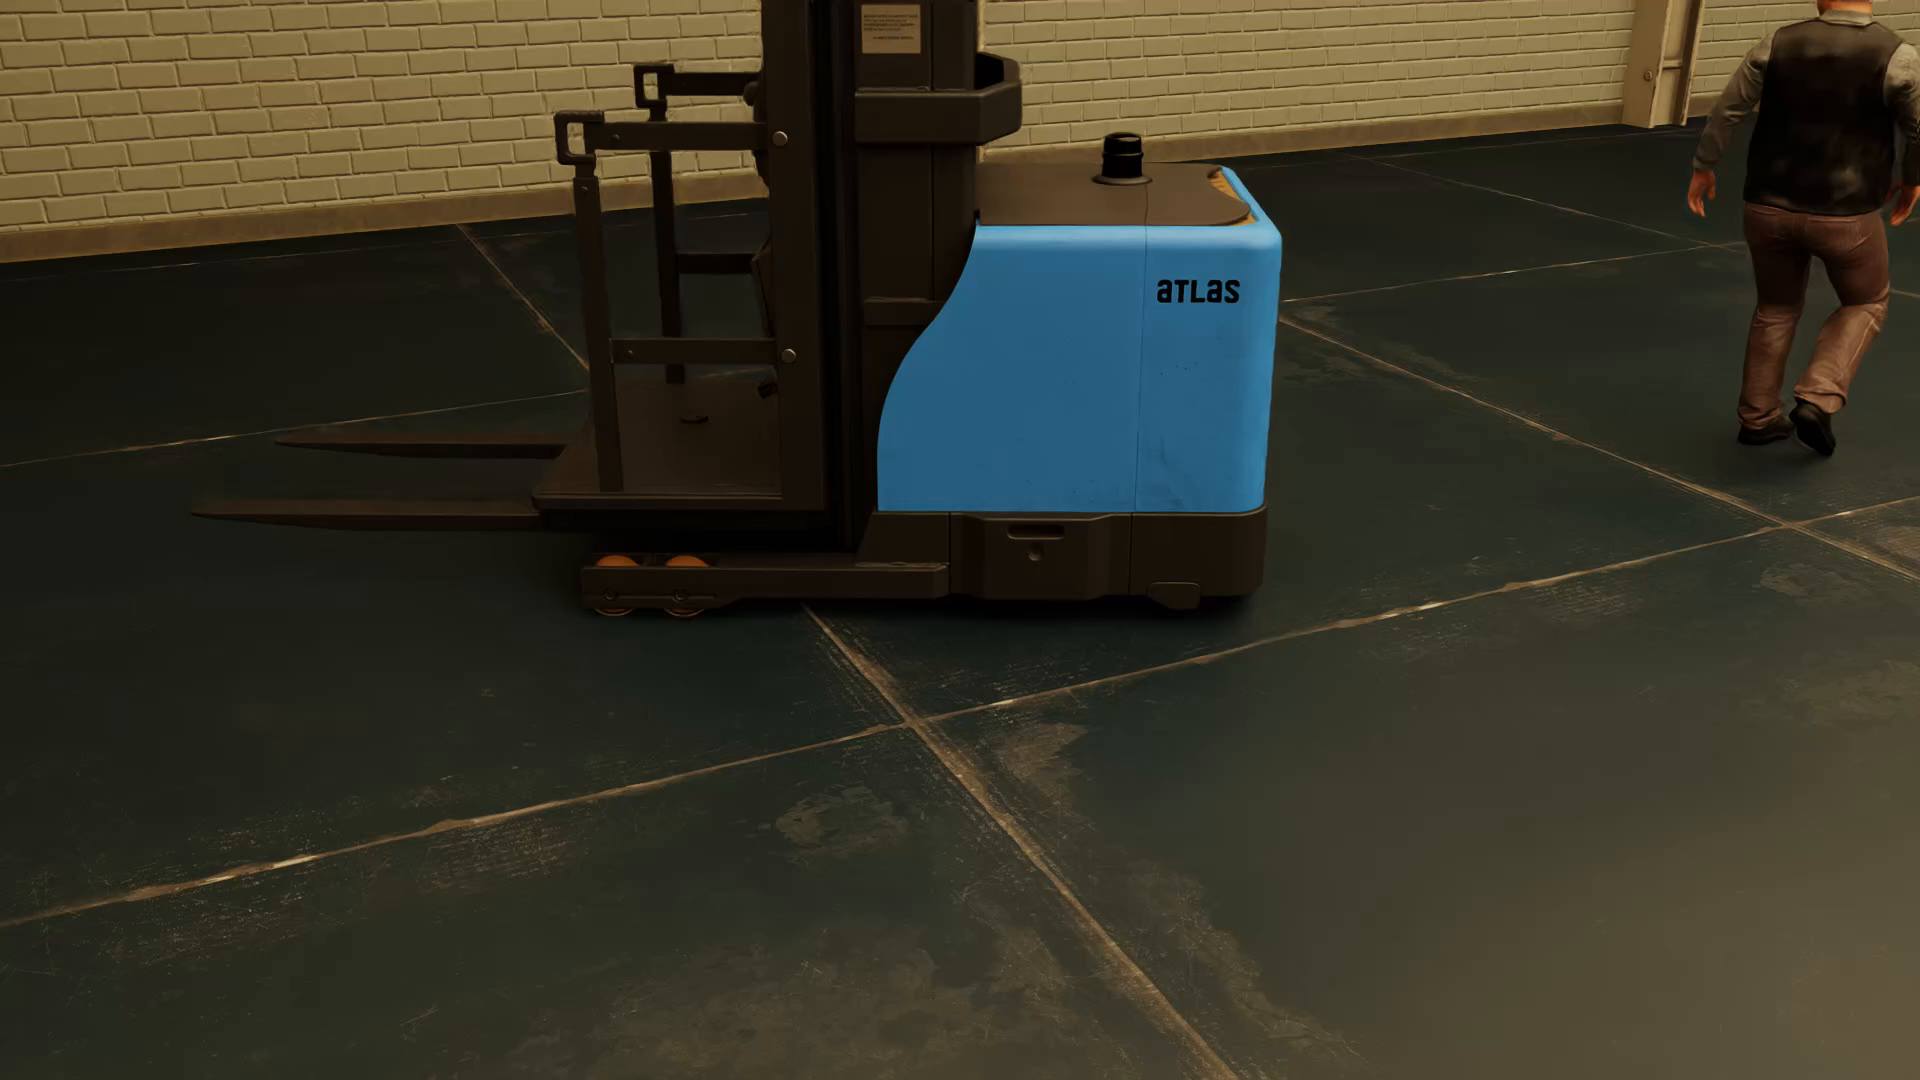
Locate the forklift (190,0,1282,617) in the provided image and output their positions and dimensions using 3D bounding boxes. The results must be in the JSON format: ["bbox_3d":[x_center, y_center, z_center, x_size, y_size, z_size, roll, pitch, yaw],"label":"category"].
[{"bbox_3d":[-0.666,-1.343,4.518,3.031,2.935,1.130,0,23,1],"label":"forklift"}]

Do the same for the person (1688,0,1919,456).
[{"bbox_3d":[2.868,-1.135,5.649,0.481,1.688,0.760,-19,29,-38],"label":"person"}]
